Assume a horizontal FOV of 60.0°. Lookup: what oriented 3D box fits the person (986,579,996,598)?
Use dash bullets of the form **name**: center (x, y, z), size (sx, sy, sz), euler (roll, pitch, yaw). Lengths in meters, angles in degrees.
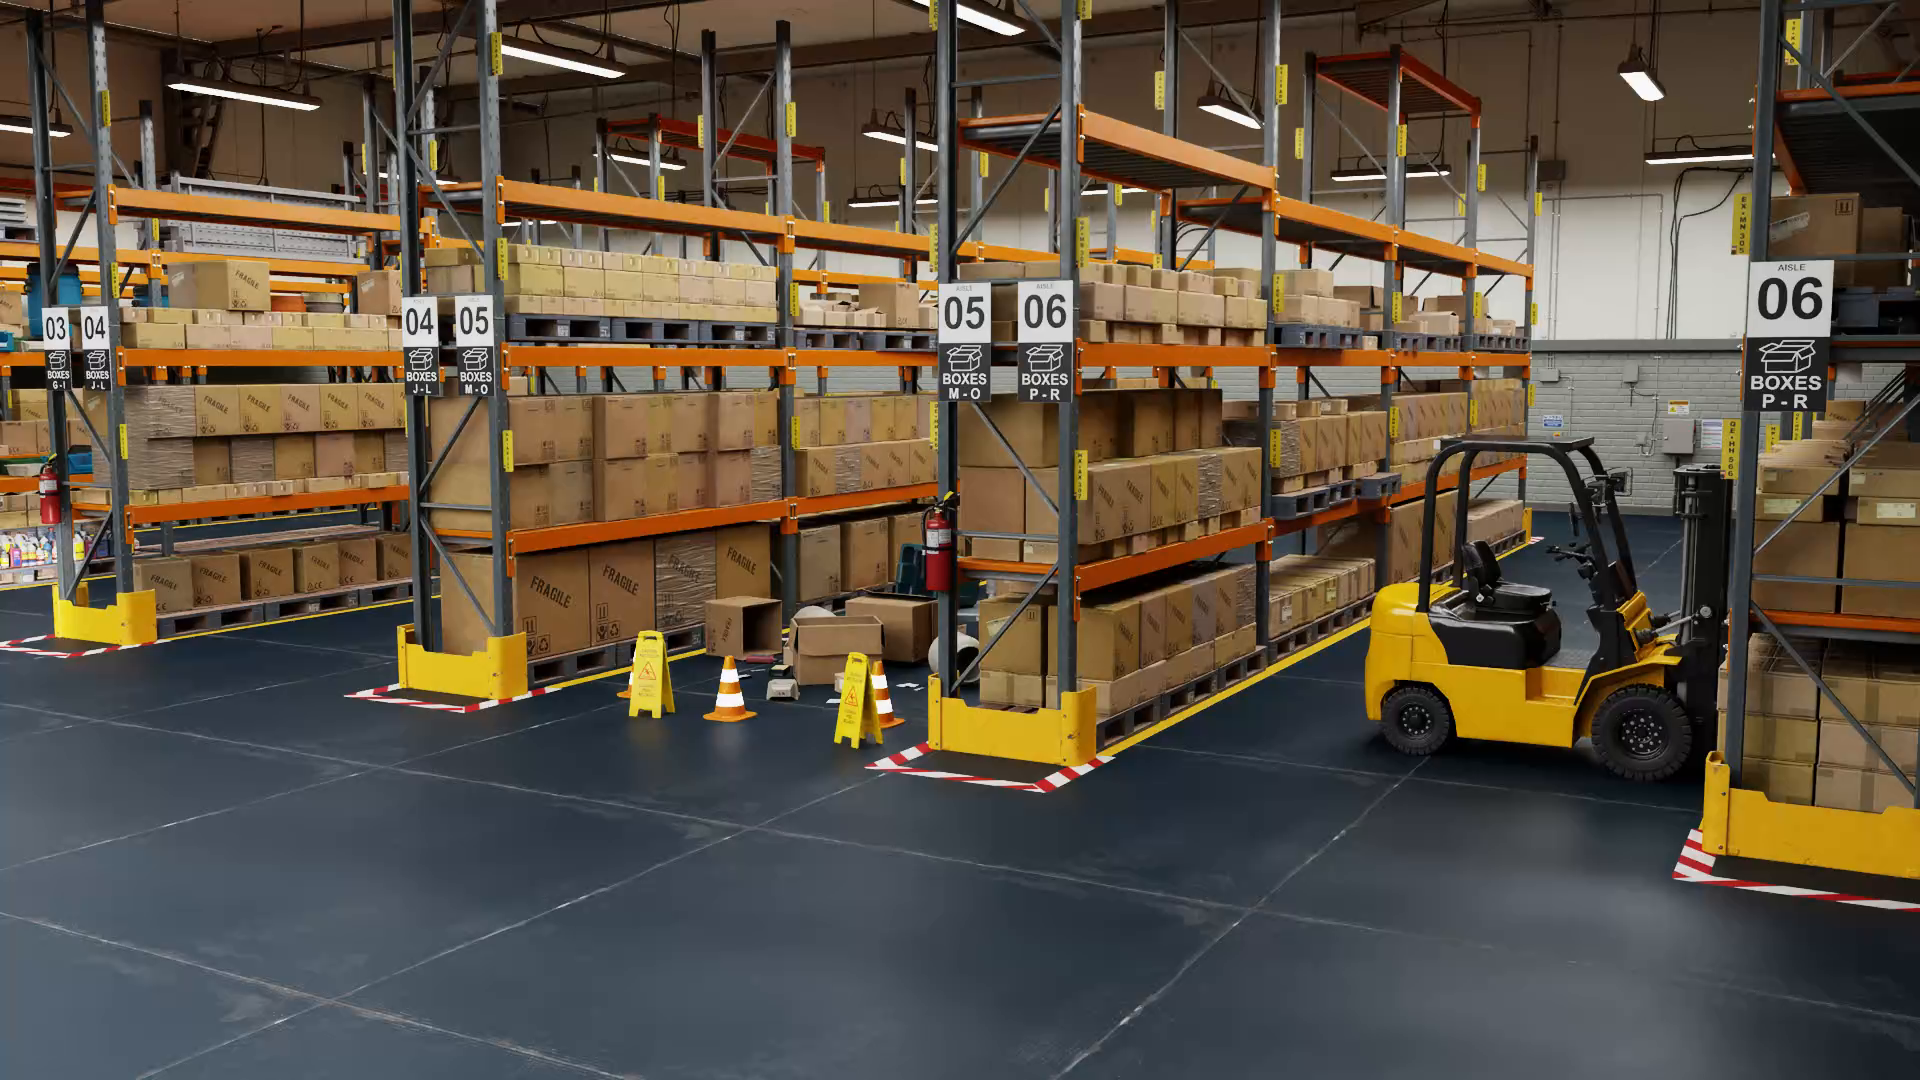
- **person**: center (0.476, -0.152, 18.775), size (0.487, 1.673, 0.361), euler (3, 7, 28)
